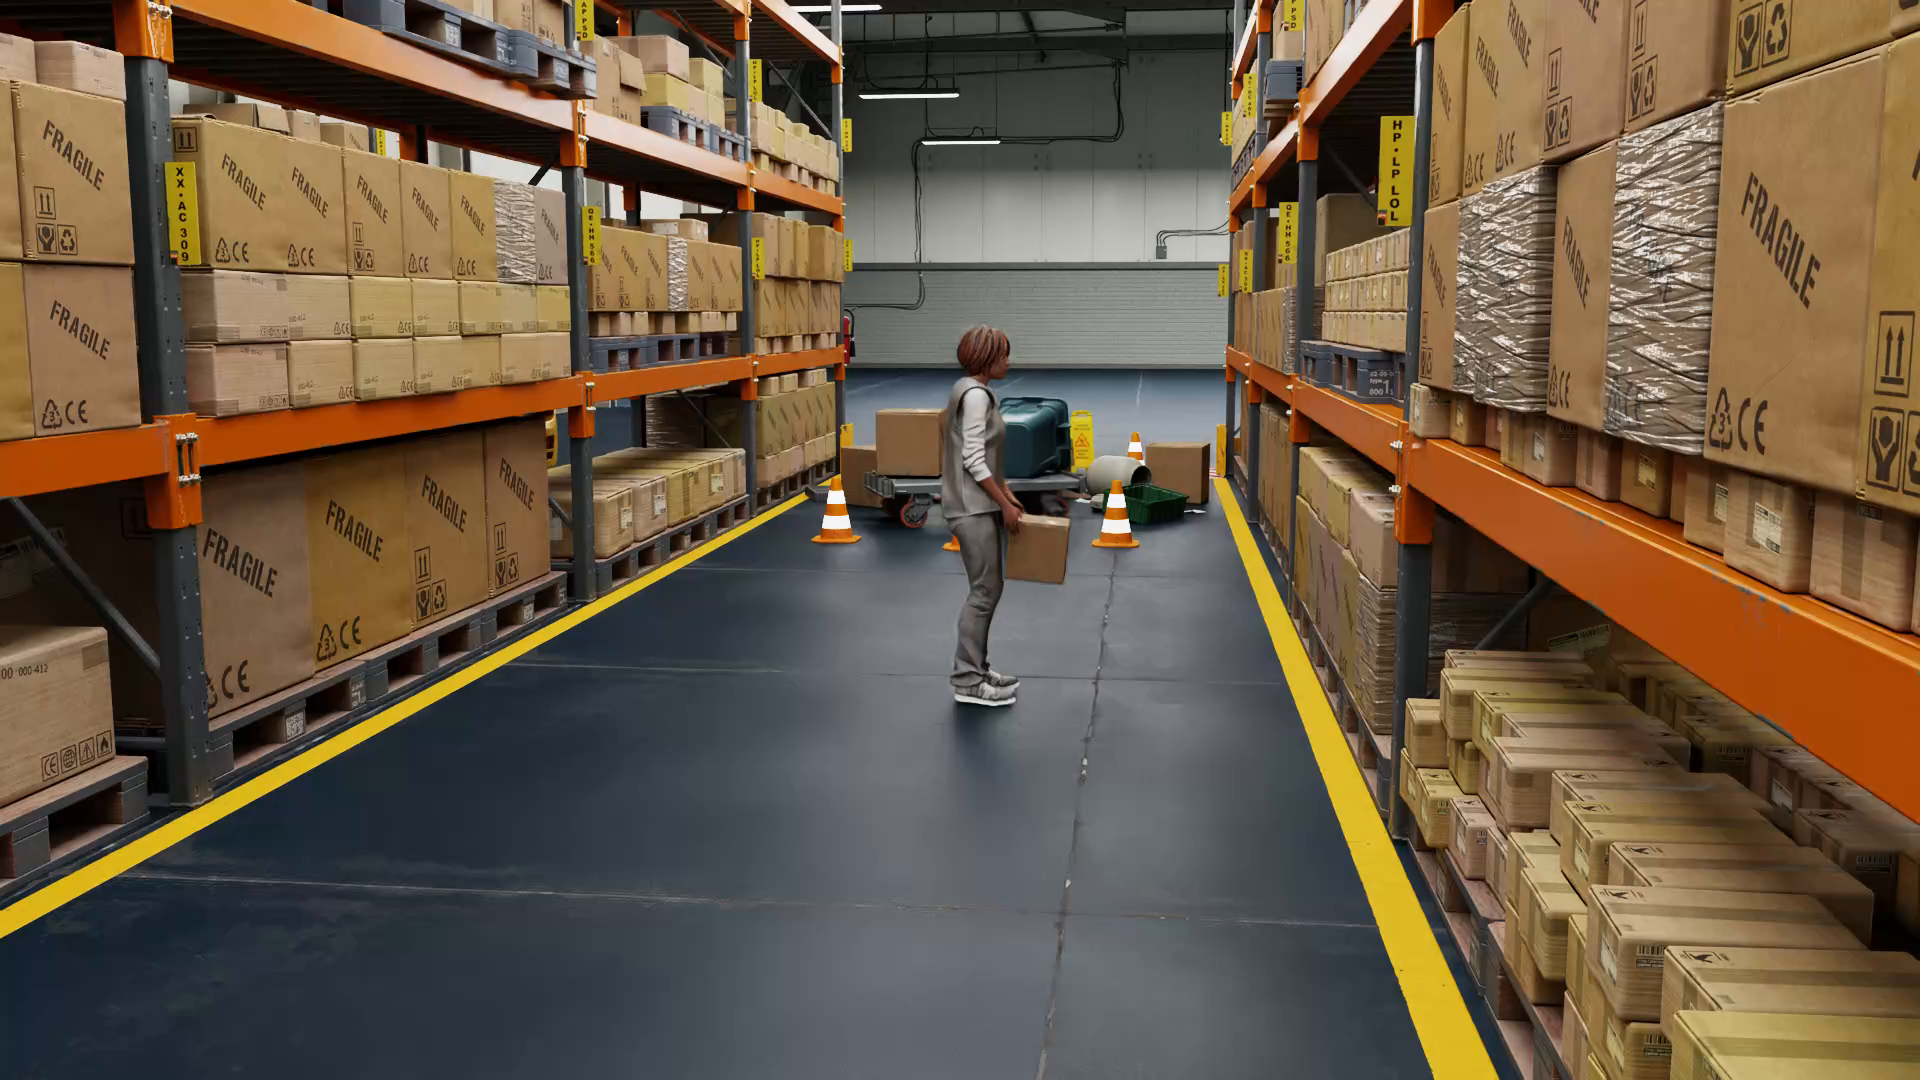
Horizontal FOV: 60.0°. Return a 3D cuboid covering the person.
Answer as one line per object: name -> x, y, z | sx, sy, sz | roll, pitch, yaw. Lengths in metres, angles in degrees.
person -> 0.099, -0.113, 7.134 | 0.359, 1.601, 0.446 | 1, 8, 5
